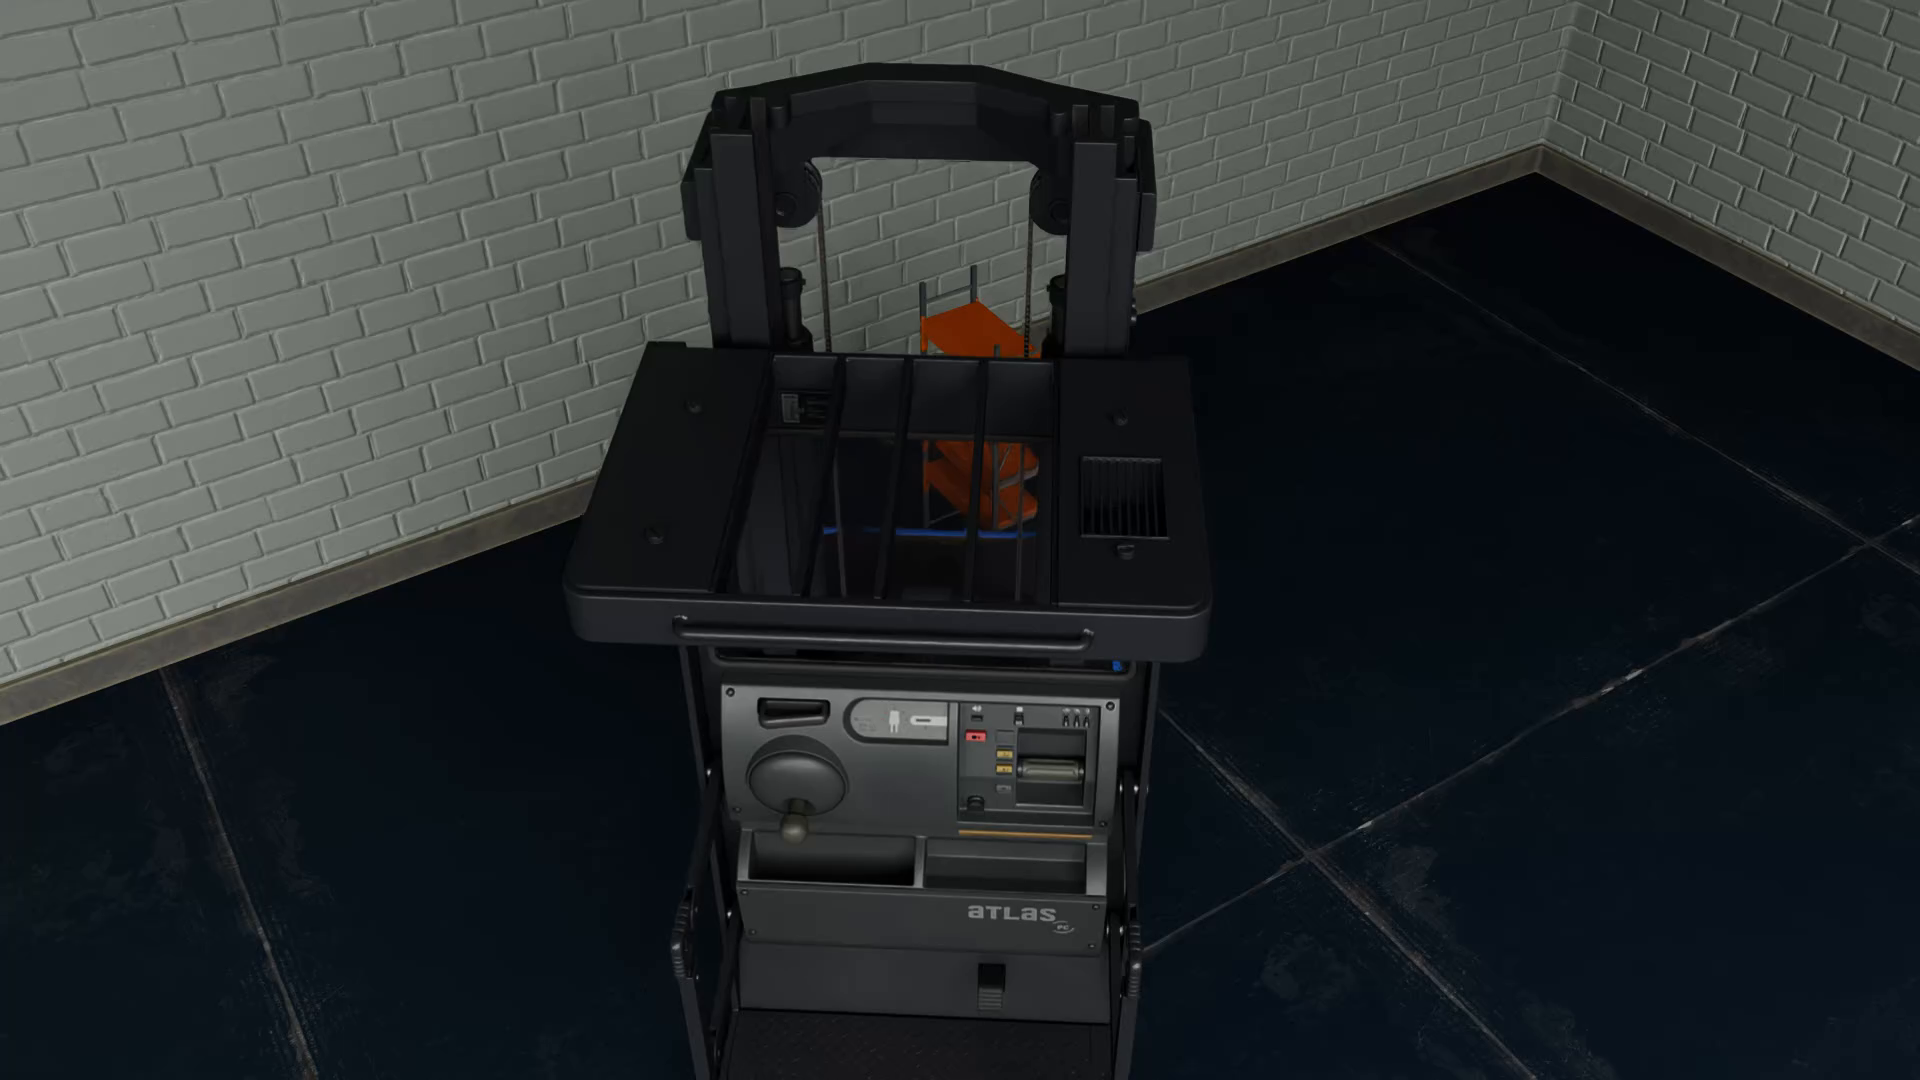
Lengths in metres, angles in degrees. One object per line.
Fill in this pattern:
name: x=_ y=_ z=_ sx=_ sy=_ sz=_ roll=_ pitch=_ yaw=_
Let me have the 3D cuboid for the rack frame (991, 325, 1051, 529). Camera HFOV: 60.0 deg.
rack frame: x=0.220 y=-0.240 z=6.101 sx=0.240 sy=1.200 sz=0.015 roll=-22 pitch=45 yaw=-24

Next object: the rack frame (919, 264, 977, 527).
rack frame: x=-0.042 y=-0.503 z=6.417 sx=0.240 sy=1.200 sz=0.015 roll=-22 pitch=45 yaw=-24

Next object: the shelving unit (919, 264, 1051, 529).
shelving unit: x=0.089 y=-0.372 z=6.259 sx=0.258 sy=1.200 sz=0.503 roll=-22 pitch=45 yaw=-24

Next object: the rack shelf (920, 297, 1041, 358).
rack shelf: x=0.089 y=-0.673 z=6.007 sx=0.258 sy=0.148 sz=0.480 roll=-22 pitch=45 yaw=-24

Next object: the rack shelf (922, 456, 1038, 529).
rack shelf: x=0.089 y=-0.167 z=6.429 sx=0.258 sy=0.148 sz=0.480 roll=-22 pitch=45 yaw=-24

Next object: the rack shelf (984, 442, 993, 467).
rack shelf: x=0.089 y=-0.492 z=6.159 sx=0.258 sy=0.148 sz=0.480 roll=-22 pitch=45 yaw=-24

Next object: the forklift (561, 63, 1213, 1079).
forklift: x=-0.104 y=0.601 z=3.739 sx=1.130 sy=2.935 sz=3.031 roll=2 pitch=40 yaw=2

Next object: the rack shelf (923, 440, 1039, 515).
rack shelf: x=0.089 y=-0.320 z=6.302 sx=0.258 sy=0.148 sz=0.480 roll=-22 pitch=45 yaw=-24
